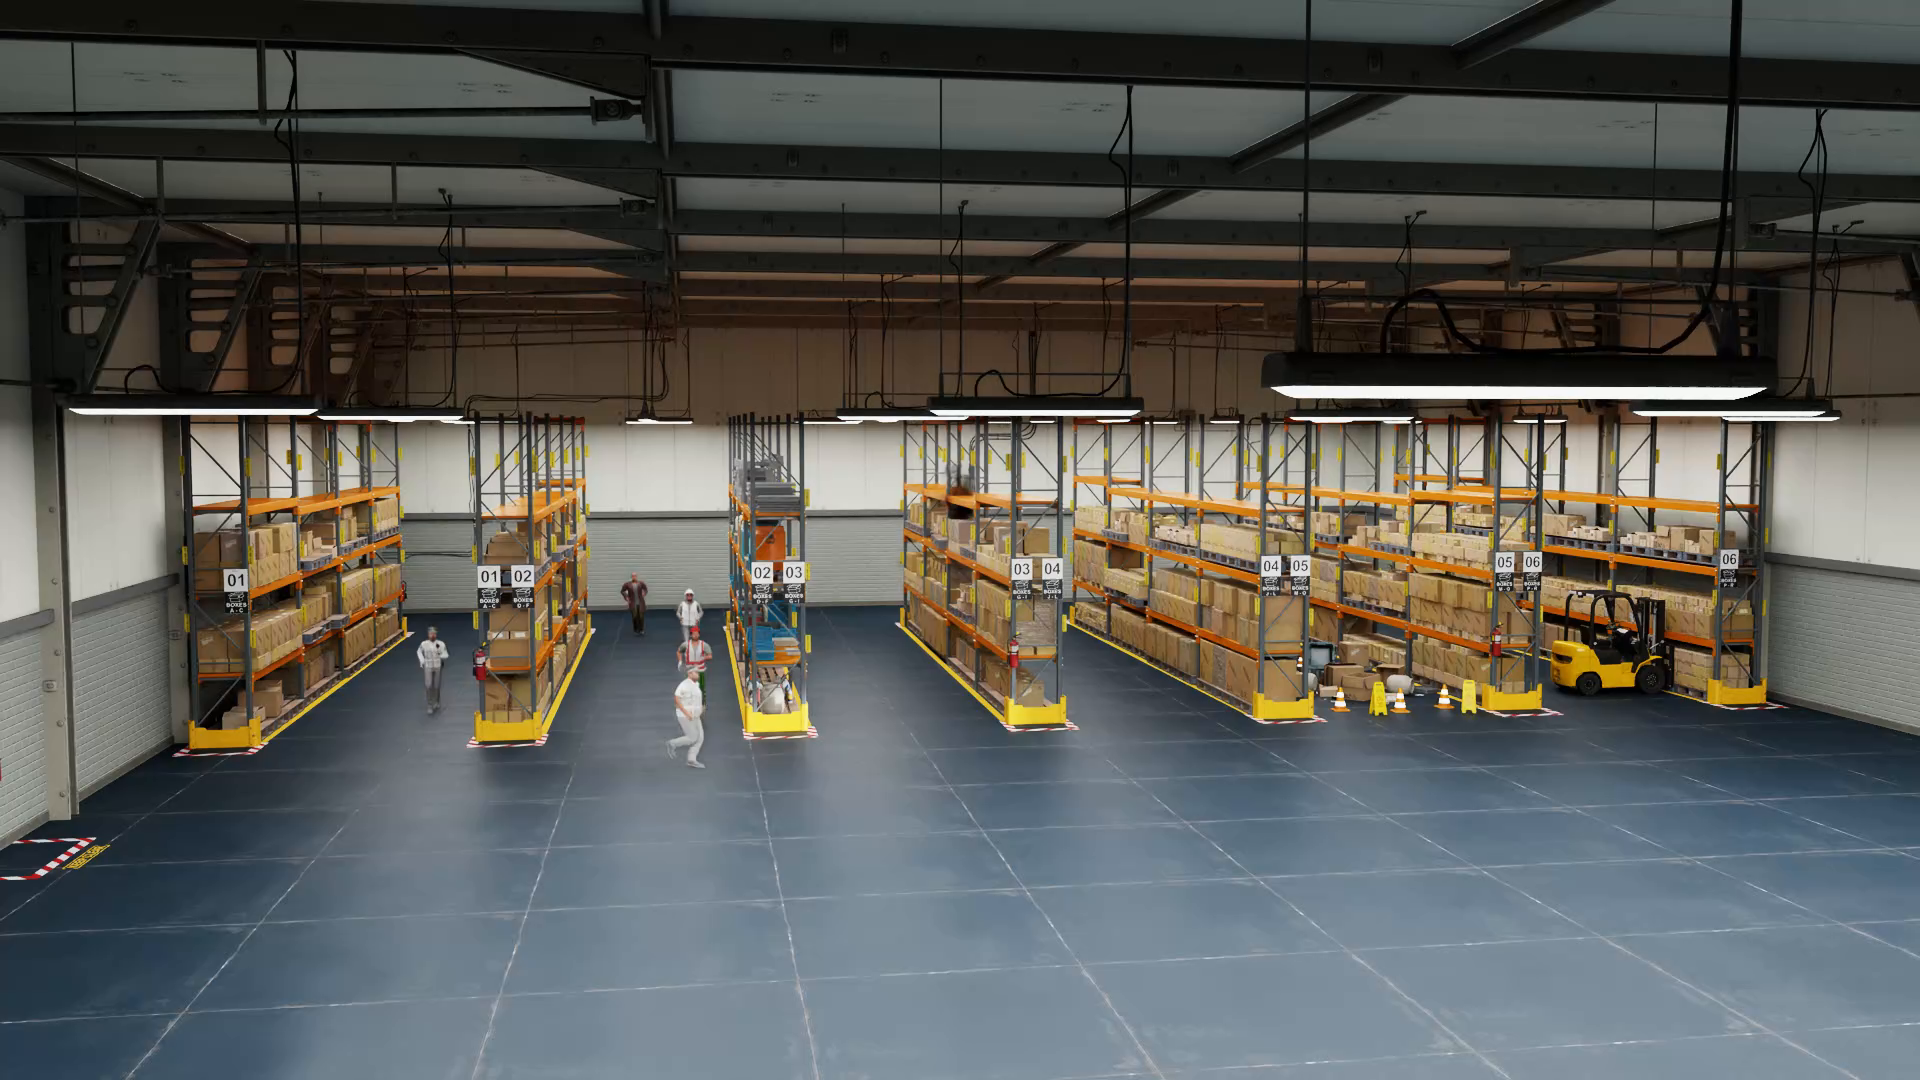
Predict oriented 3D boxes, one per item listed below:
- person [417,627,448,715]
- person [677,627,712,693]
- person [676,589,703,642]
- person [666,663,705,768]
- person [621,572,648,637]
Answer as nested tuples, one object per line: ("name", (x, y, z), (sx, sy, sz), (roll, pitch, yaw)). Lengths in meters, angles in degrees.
("person", (-10.581, 2.604, 33.396), (0.597, 1.744, 0.701), (-1, 4, -17))
("person", (-5.179, 2.596, 32.512), (0.655, 1.817, 0.909), (-1, 4, -18))
("person", (-6.649, 2.080, 40.898), (0.656, 1.722, 0.603), (-1, 4, -8))
("person", (-4.616, 2.953, 28.099), (0.656, 1.754, 0.684), (1, 4, 13))
("person", (-8.865, 1.774, 45.444), (0.725, 1.791, 0.741), (-1, 4, -20))
